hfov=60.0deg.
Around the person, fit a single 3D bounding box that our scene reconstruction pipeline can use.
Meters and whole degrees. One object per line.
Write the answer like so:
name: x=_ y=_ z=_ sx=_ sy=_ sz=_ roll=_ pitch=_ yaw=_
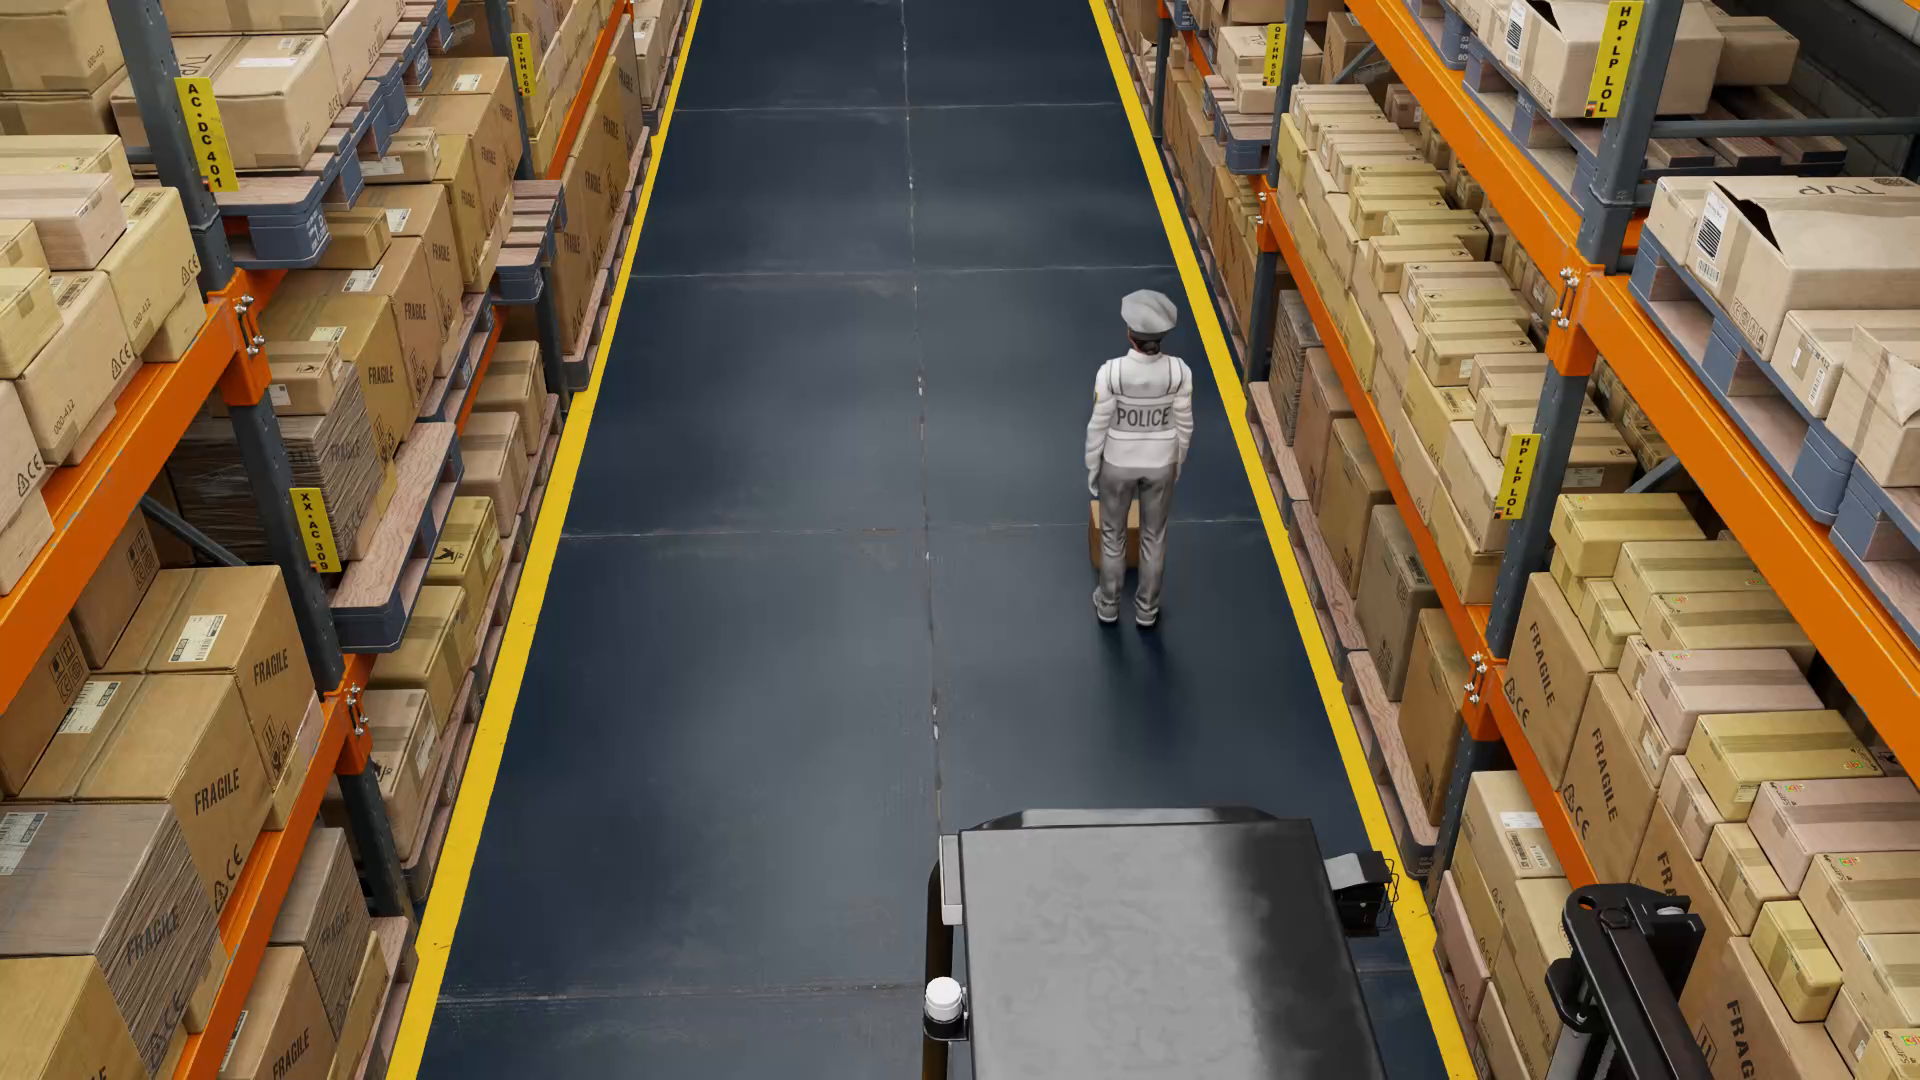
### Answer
person: x=0.809 y=-0.355 z=7.637 sx=0.487 sy=1.687 sz=0.346 roll=-2 pitch=35 yaw=-2
